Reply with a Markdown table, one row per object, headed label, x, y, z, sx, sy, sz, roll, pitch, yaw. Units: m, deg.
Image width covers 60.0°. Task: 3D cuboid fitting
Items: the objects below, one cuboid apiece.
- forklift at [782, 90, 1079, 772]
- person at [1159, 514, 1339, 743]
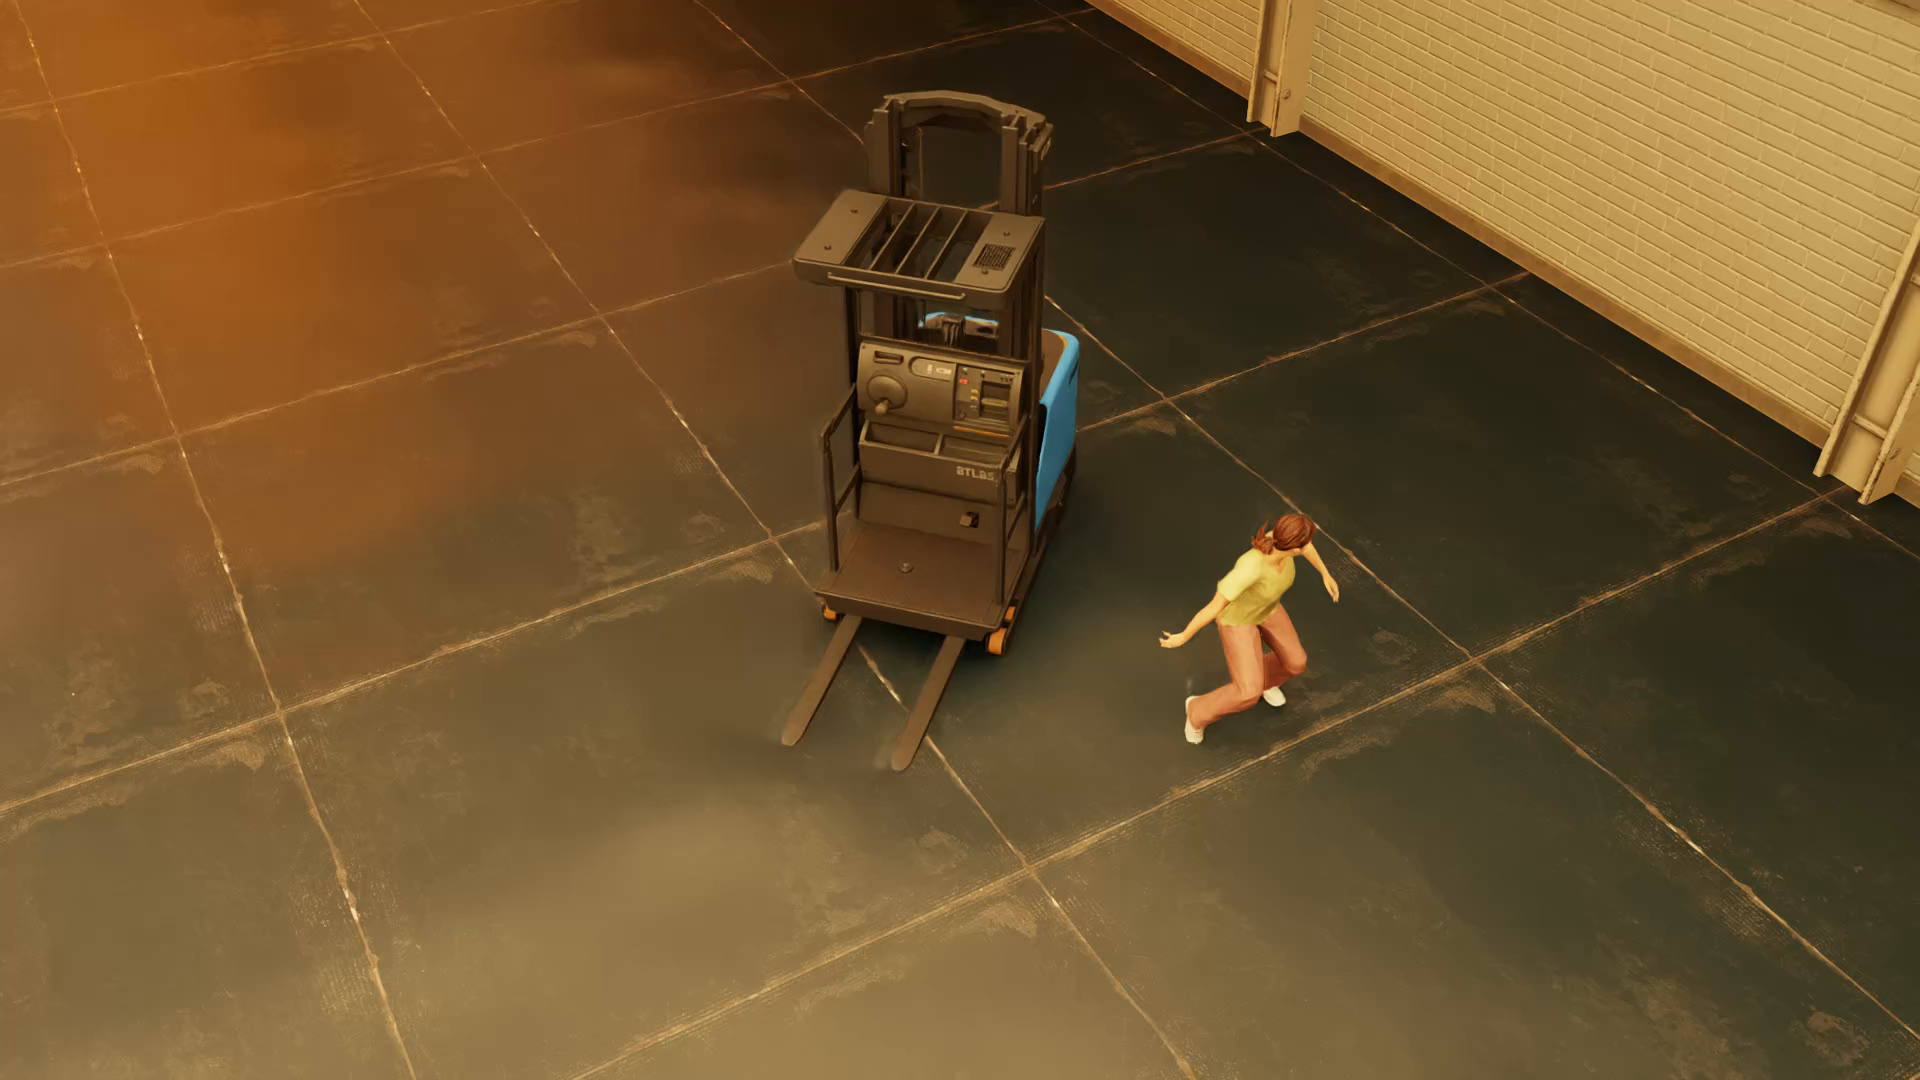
| label | x | y | z | sx | sy | sz | roll | pitch | yaw |
| --- | --- | --- | --- | --- | --- | --- | --- | --- | --- |
| forklift | -0.173 | -0.754 | 8.945 | 1.130 | 2.935 | 3.031 | 11 | 41 | 13 |
| person | 1.512 | 0.456 | 8.657 | 0.913 | 1.568 | 0.472 | -28 | 47 | -30 |
